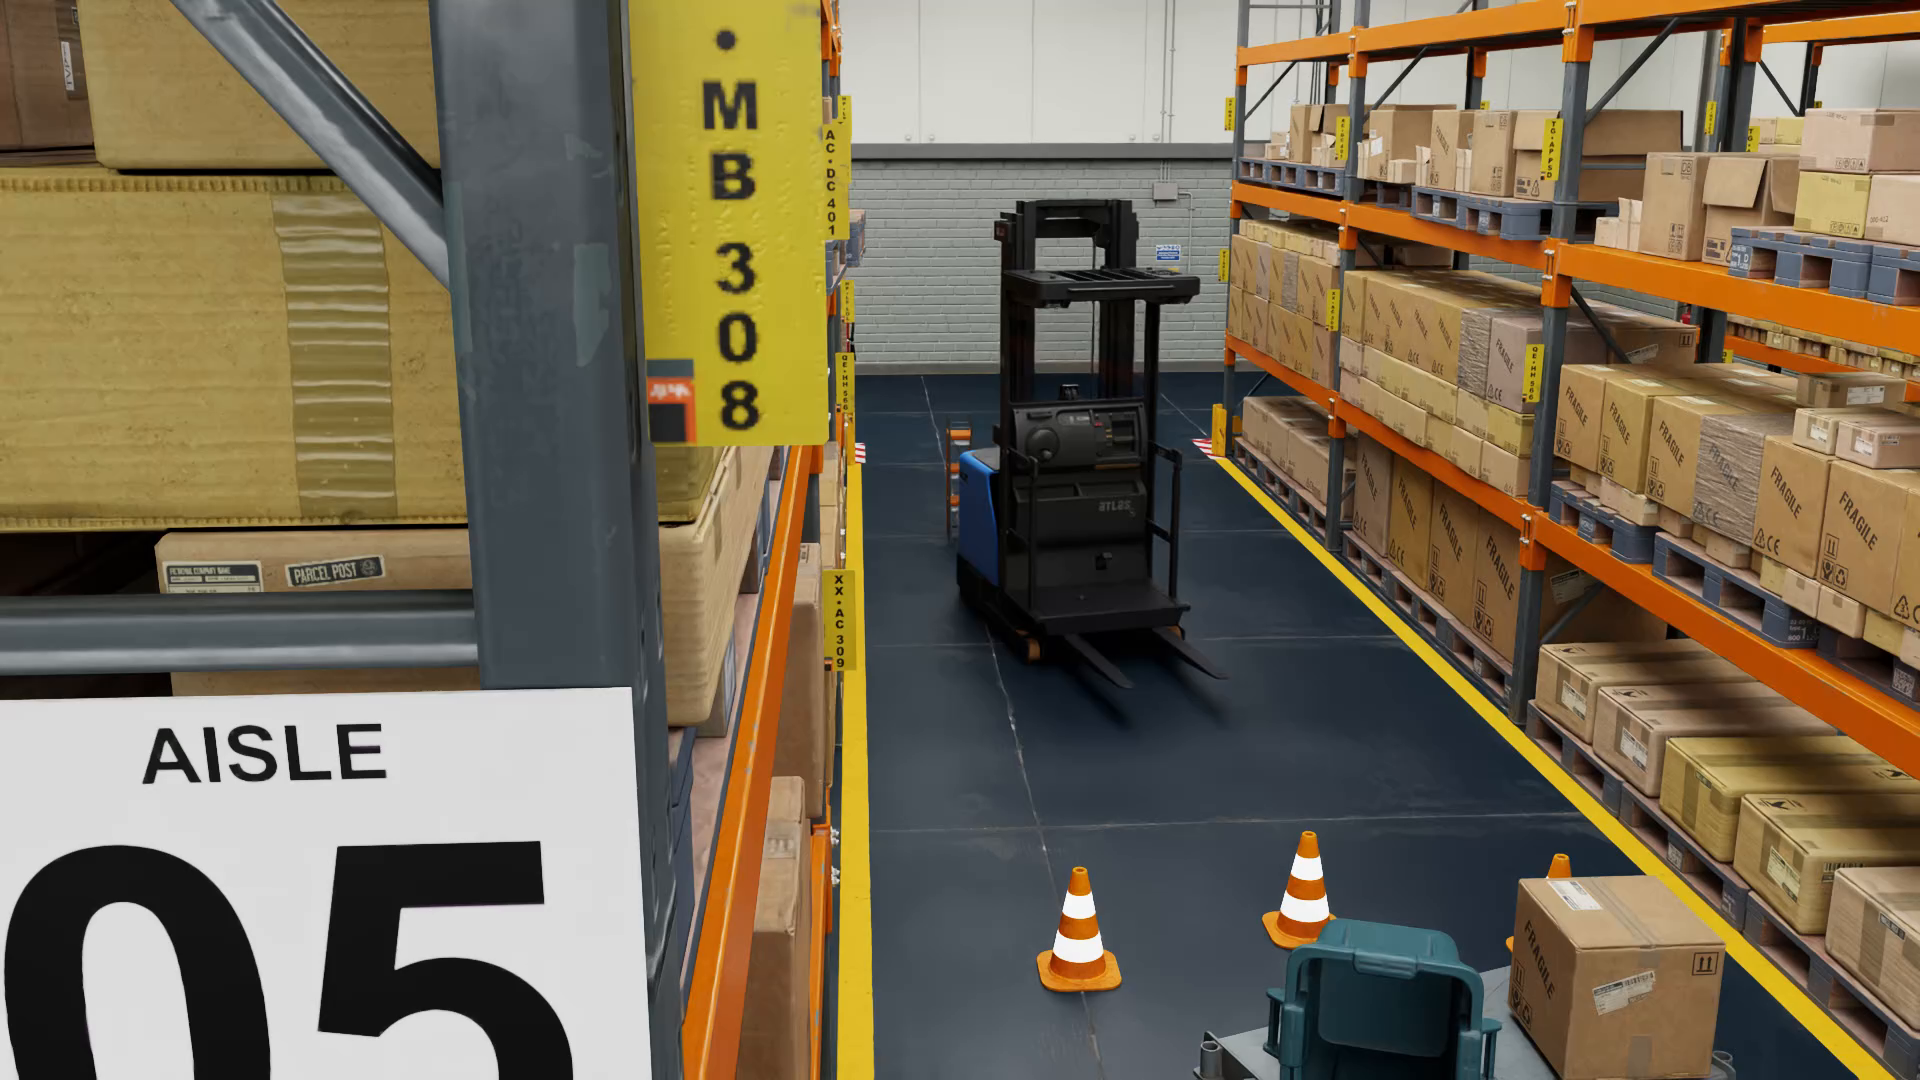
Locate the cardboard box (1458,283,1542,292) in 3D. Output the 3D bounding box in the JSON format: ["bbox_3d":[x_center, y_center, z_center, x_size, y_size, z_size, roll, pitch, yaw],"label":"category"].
[{"bbox_3d":[3.842,-1.546,11.808,0.500,0.500,0.500,0,14,-2],"label":"cardboard box"}]

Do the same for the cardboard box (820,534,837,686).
[{"bbox_3d":[-0.750,0.282,6.708,0.500,0.500,0.500,-1,14,-4],"label":"cardboard box"}]

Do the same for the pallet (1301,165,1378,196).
[{"bbox_3d":[3.473,-2.989,13.781,1.003,0.211,1.213,-1,14,-3],"label":"pallet"}]

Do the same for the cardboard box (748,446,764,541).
[{"bbox_3d":[-0.411,-0.088,1.790,0.380,0.149,0.250,-1,14,-3],"label":"cardboard box"}]

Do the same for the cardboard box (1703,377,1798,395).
[{"bbox_3d":[4.109,-0.539,8.462,0.500,0.500,0.500,-1,14,-4],"label":"cardboard box"}]

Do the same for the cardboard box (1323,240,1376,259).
[{"bbox_3d":[3.262,-2.423,13.916,0.380,0.149,0.250,-1,14,-3],"label":"cardboard box"}]

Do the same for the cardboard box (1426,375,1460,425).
[{"bbox_3d":[3.389,-0.921,10.884,0.500,0.250,0.500,-1,14,-5],"label":"cardboard box"}]

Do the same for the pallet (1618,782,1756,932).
[{"bbox_3d":[3.880,1.467,7.902,1.003,0.211,1.213,-1,14,-3],"label":"pallet"}]

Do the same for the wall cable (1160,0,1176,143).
[{"bbox_3d":[2.631,-6.686,21.953,0.463,3.000,0.029,-1,14,-3],"label":"wall cable"}]

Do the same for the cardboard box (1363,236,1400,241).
[{"bbox_3d":[3.721,-2.560,14.449,0.380,0.149,0.250,-1,14,-5],"label":"cardboard box"}]

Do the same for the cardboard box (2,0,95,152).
[{"bbox_3d":[-1.067,-0.463,1.646,0.380,0.149,0.250,-1,14,-3],"label":"cardboard box"}]

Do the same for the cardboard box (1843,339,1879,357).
[{"bbox_3d":[8.146,-1.772,14.596,0.500,0.250,0.500,-1,14,-3],"label":"cardboard box"}]

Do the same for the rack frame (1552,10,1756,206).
[{"bbox_3d":[3.761,-3.286,8.739,1.000,3.000,0.127,-1,14,-3],"label":"rack frame"}]

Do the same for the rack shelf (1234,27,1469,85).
[{"bbox_3d":[3.389,-4.236,14.678,1.077,0.370,4.000,-1,14,-3],"label":"rack shelf"}]

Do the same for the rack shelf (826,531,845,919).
[{"bbox_3d":[-1.050,0.567,7.248,1.077,0.370,4.000,-1,14,-3],"label":"rack shelf"}]

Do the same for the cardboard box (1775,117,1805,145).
[{"bbox_3d":[8.053,-3.848,15.644,0.500,0.250,0.500,-1,14,-4],"label":"cardboard box"}]

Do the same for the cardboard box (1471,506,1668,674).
[{"bbox_3d":[3.801,0.272,10.371,0.875,0.875,0.875,-1,14,-4],"label":"cardboard box"}]

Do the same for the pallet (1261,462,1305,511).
[{"bbox_3d":[3.465,-0.519,15.622,1.003,0.211,1.213,-1,14,-3],"label":"pallet"}]

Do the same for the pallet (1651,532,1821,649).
[{"bbox_3d":[3.924,0.204,7.599,1.003,0.211,1.213,-1,14,-3],"label":"pallet"}]

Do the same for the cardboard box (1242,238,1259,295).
[{"bbox_3d":[3.049,-2.651,16.102,0.500,0.500,0.500,-1,14,-5],"label":"cardboard box"}]

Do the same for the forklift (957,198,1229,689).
[{"bbox_3d":[0.870,-0.721,10.945,1.130,2.935,3.031,-4,15,-15],"label":"forklift"}]

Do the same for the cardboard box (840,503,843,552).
[{"bbox_3d":[-1.024,-0.060,10.907,0.500,0.250,0.500,-1,14,-3],"label":"cardboard box"}]

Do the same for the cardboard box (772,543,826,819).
[{"bbox_3d":[-0.787,0.347,4.188,0.875,0.550,0.550,-1,14,-3],"label":"cardboard box"}]

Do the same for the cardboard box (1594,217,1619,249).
[{"bbox_3d":[3.610,-1.631,8.829,0.380,0.149,0.250,-1,14,-3],"label":"cardboard box"}]

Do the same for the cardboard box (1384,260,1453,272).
[{"bbox_3d":[3.725,-2.030,13.690,0.500,0.500,0.500,-1,14,-3],"label":"cardboard box"}]

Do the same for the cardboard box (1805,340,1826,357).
[{"bbox_3d":[8.117,-1.791,15.471,0.380,0.149,0.250,-1,14,-4],"label":"cardboard box"}]

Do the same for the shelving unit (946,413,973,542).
[{"bbox_3d":[-0.003,-0.522,13.947,0.215,1.050,0.252,-1,14,-3],"label":"shelving unit"}]

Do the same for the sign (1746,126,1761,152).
[{"bbox_3d":[4.302,-2.092,9.078,0.100,0.325,0.005,-1,14,-3],"label":"sign"}]

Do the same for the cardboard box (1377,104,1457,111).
[{"bbox_3d":[3.686,-3.278,13.483,0.500,0.500,0.500,-1,14,-2],"label":"cardboard box"}]

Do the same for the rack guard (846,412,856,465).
[{"bbox_3d":[-1.665,-1.039,17.062,1.175,0.500,0.348,-1,14,-3],"label":"rack guard"}]

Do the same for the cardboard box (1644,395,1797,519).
[{"bbox_3d":[3.636,-0.400,7.919,0.500,0.500,0.500,-1,14,-2],"label":"cardboard box"}]

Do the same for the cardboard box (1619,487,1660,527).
[{"bbox_3d":[3.547,-0.170,8.330,0.380,0.149,0.250,-1,14,-3],"label":"cardboard box"}]

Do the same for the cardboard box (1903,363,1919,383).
[{"bbox_3d":[8.195,-1.407,13.978,0.380,0.149,0.250,-1,14,-3],"label":"cardboard box"}]

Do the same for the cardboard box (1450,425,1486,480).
[{"bbox_3d":[3.423,-0.557,10.471,0.500,0.250,0.500,-1,14,-2],"label":"cardboard box"}]

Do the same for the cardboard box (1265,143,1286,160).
[{"bbox_3d":[3.103,-3.679,15.746,0.380,0.149,0.250,0,14,-1],"label":"cardboard box"}]

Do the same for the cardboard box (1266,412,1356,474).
[{"bbox_3d":[3.471,-0.943,15.970,0.875,0.438,0.875,0,14,-2],"label":"cardboard box"}]

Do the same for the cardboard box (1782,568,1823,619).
[{"bbox_3d":[3.631,0.216,6.828,0.380,0.149,0.250,-1,14,-3],"label":"cardboard box"}]

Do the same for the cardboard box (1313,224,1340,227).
[{"bbox_3d":[3.601,-2.942,15.932,0.380,0.149,0.250,-1,14,-2],"label":"cardboard box"}]

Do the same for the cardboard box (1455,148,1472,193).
[{"bbox_3d":[3.326,-2.309,10.387,0.396,0.266,0.258,-1,14,-5],"label":"cardboard box"}]

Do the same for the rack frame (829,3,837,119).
[{"bbox_3d":[-1.421,-4.179,12.210,1.000,3.000,0.127,-1,14,-3],"label":"rack frame"}]

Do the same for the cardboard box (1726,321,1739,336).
[{"bbox_3d":[8.027,-2.178,16.974,0.380,0.149,0.250,-1,14,-2],"label":"cardboard box"}]

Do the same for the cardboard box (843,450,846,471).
[{"bbox_3d":[-1.231,-0.719,15.082,0.380,0.149,0.250,-1,14,-3],"label":"cardboard box"}]

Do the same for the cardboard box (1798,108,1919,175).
[{"bbox_3d":[3.760,-1.607,6.688,0.500,0.250,0.500,-1,14,-3],"label":"cardboard box"}]

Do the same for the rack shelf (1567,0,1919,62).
[{"bbox_3d":[3.885,-2.247,6.945,1.077,0.370,4.000,-1,14,-3],"label":"rack shelf"}]

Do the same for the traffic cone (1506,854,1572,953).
[{"bbox_3d":[2.534,1.556,7.050,0.336,0.463,0.334,-1,14,-3],"label":"traffic cone"}]

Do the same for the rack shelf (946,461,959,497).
[{"bbox_3d":[-0.003,-0.511,13.950,0.215,0.259,0.240,-1,14,-3],"label":"rack shelf"}]

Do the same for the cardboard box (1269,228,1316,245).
[{"bbox_3d":[3.076,-2.802,15.386,0.380,0.149,0.250,-1,14,-3],"label":"cardboard box"}]

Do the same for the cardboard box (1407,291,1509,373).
[{"bbox_3d":[3.379,-1.415,11.298,0.500,0.500,0.500,-1,14,-4],"label":"cardboard box"}]

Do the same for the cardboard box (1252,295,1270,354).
[{"bbox_3d":[3.081,-2.043,15.745,0.500,0.500,0.500,-1,14,-4],"label":"cardboard box"}]

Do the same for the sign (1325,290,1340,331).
[{"bbox_3d":[2.959,-1.824,13.200,0.100,0.325,0.005,-1,14,-3],"label":"sign"}]
